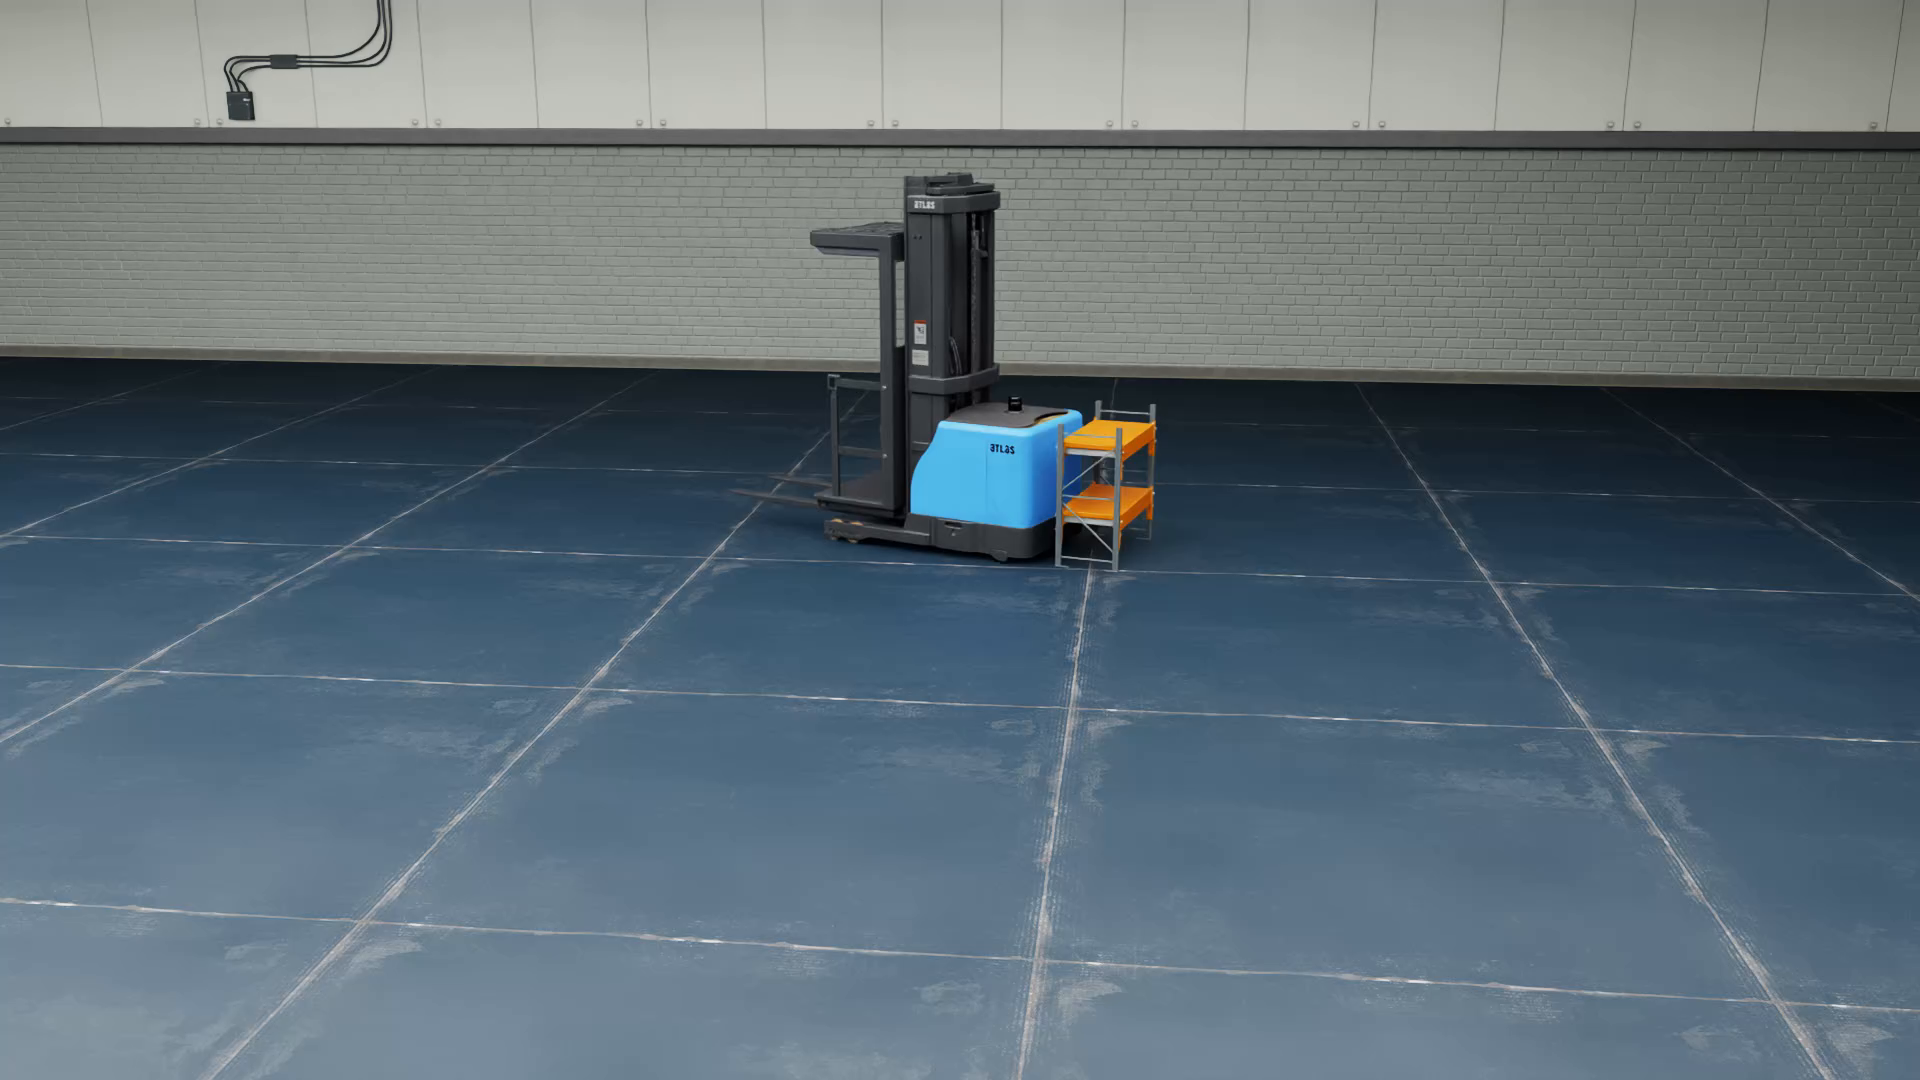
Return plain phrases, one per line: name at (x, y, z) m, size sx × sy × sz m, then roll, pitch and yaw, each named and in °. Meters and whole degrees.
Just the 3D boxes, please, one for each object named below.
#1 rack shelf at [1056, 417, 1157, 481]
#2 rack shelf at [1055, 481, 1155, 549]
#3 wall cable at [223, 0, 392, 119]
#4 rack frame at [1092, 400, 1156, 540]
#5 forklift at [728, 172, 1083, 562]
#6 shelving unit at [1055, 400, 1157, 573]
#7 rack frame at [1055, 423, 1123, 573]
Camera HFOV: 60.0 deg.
rack shelf at (1.160, -0.726, 13.067) m, size 0.538 × 0.278 × 1.000 m, roll 6°, pitch 16°, yaw 20°
rack shelf at (1.159, -0.207, 13.207) m, size 0.538 × 0.278 × 1.000 m, roll 6°, pitch 16°, yaw 20°
wall cable at (-8.427, -8.383, 20.909) m, size 2.305 × 6.003 × 0.169 m, roll 2°, pitch 15°, yaw 6°
rack frame at (1.340, -0.567, 13.602) m, size 0.500 × 1.125 × 0.032 m, roll 6°, pitch 16°, yaw 20°
forklift at (-0.533, -1.506, 13.618) m, size 3.031 × 2.935 × 1.130 m, roll 8°, pitch 17°, yaw 29°
shelving unit at (1.159, -0.443, 13.143) m, size 0.538 × 1.125 × 1.048 m, roll 6°, pitch 16°, yaw 20°
rack frame at (0.979, -0.319, 12.684) m, size 0.500 × 1.125 × 0.032 m, roll 6°, pitch 16°, yaw 20°
